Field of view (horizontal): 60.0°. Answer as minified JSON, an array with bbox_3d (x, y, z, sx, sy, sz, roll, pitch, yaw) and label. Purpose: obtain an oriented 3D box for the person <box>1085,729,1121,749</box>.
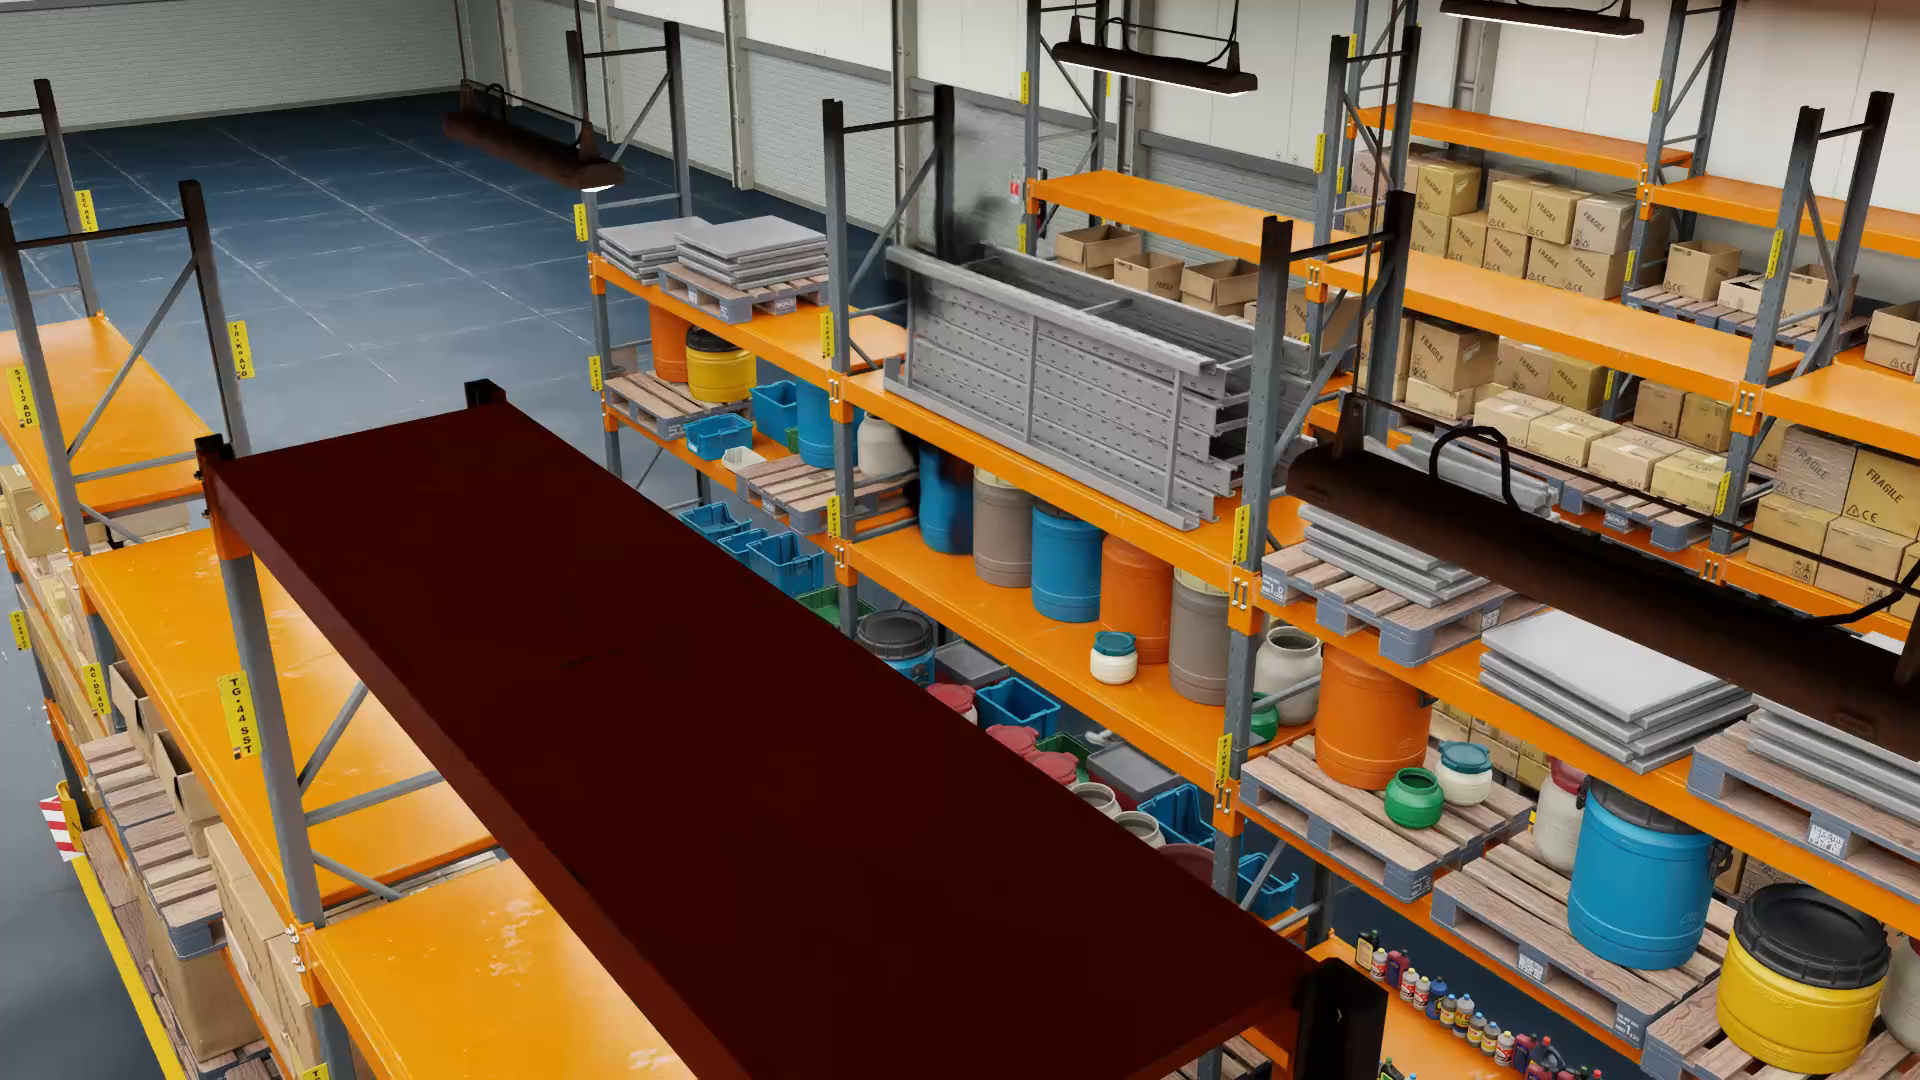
[{"bbox_3d":[1.400,1.074,13.865,0.878,1.794,0.696,21,32,38],"label":"person"}]
